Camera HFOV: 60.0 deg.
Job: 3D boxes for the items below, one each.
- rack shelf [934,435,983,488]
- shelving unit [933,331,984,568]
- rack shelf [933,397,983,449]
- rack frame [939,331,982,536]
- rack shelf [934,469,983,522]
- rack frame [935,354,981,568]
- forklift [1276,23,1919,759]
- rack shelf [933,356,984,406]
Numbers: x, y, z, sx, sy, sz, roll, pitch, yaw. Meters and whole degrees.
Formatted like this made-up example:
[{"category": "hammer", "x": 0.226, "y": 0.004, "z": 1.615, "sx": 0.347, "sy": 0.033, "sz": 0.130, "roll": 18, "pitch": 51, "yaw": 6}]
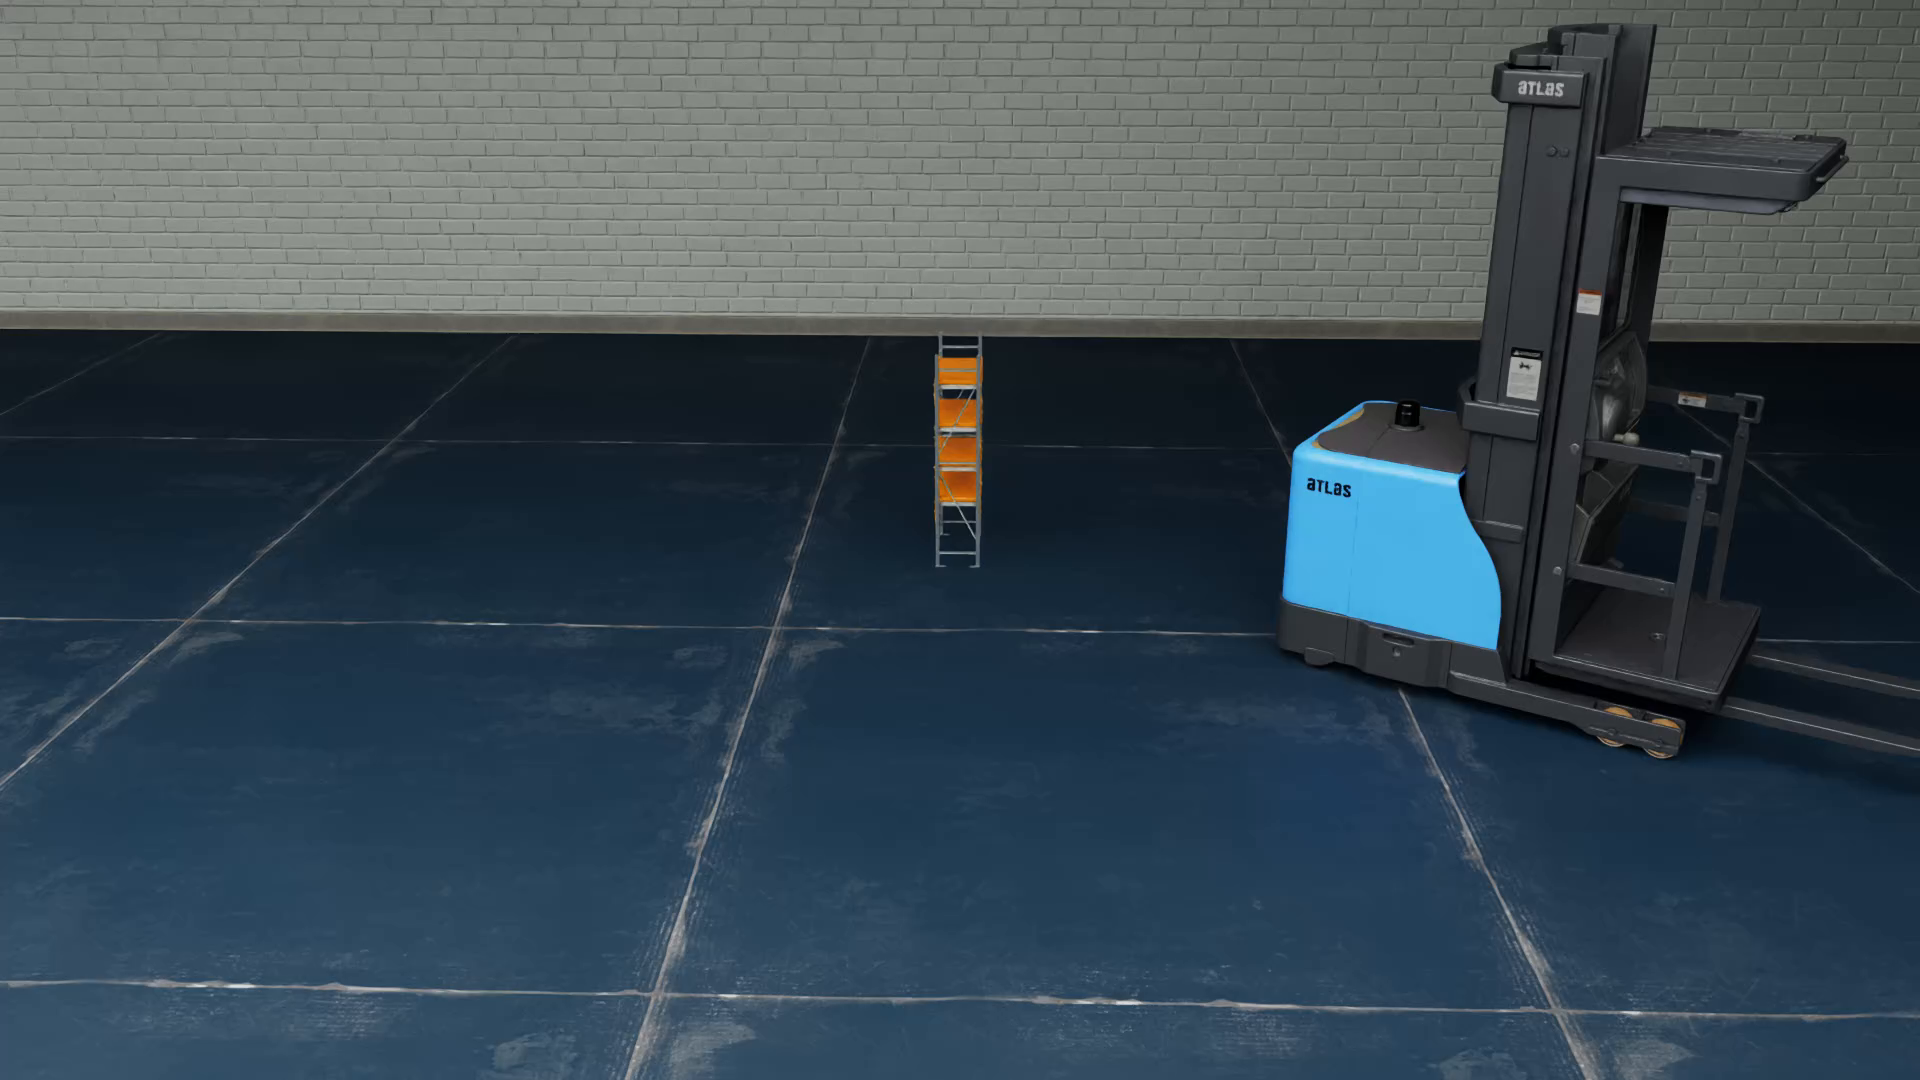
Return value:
[{"category": "rack shelf", "x": -0.005, "y": -0.437, "z": 9.182, "sx": 0.258, "sy": 0.148, "sz": 0.480, "roll": 1, "pitch": 21, "yaw": 2}, {"category": "shelving unit", "x": -0.005, "y": -0.500, "z": 9.158, "sx": 0.258, "sy": 1.200, "sz": 0.503, "roll": 1, "pitch": 21, "yaw": 2}, {"category": "rack shelf", "x": -0.005, "y": -0.645, "z": 9.101, "sx": 0.258, "sy": 0.148, "sz": 0.480, "roll": 1, "pitch": 21, "yaw": 2}, {"category": "rack frame", "x": 0.002, "y": -0.588, "z": 9.385, "sx": 0.240, "sy": 1.200, "sz": 0.015, "roll": 1, "pitch": 21, "yaw": 2}, {"category": "rack shelf", "x": -0.005, "y": -0.252, "z": 9.254, "sx": 0.258, "sy": 0.148, "sz": 0.480, "roll": 1, "pitch": 21, "yaw": 2}, {"category": "rack frame", "x": -0.012, "y": -0.411, "z": 8.930, "sx": 0.240, "sy": 1.200, "sz": 0.015, "roll": 1, "pitch": 21, "yaw": 2}, {"category": "forklift", "x": 3.044, "y": -0.651, "z": 7.154, "sx": 3.031, "sy": 2.935, "sz": 1.130, "roll": 13, "pitch": 25, "yaw": 31}, {"category": "rack shelf", "x": -0.005, "y": -0.866, "z": 9.015, "sx": 0.258, "sy": 0.148, "sz": 0.480, "roll": 1, "pitch": 21, "yaw": 2}]
